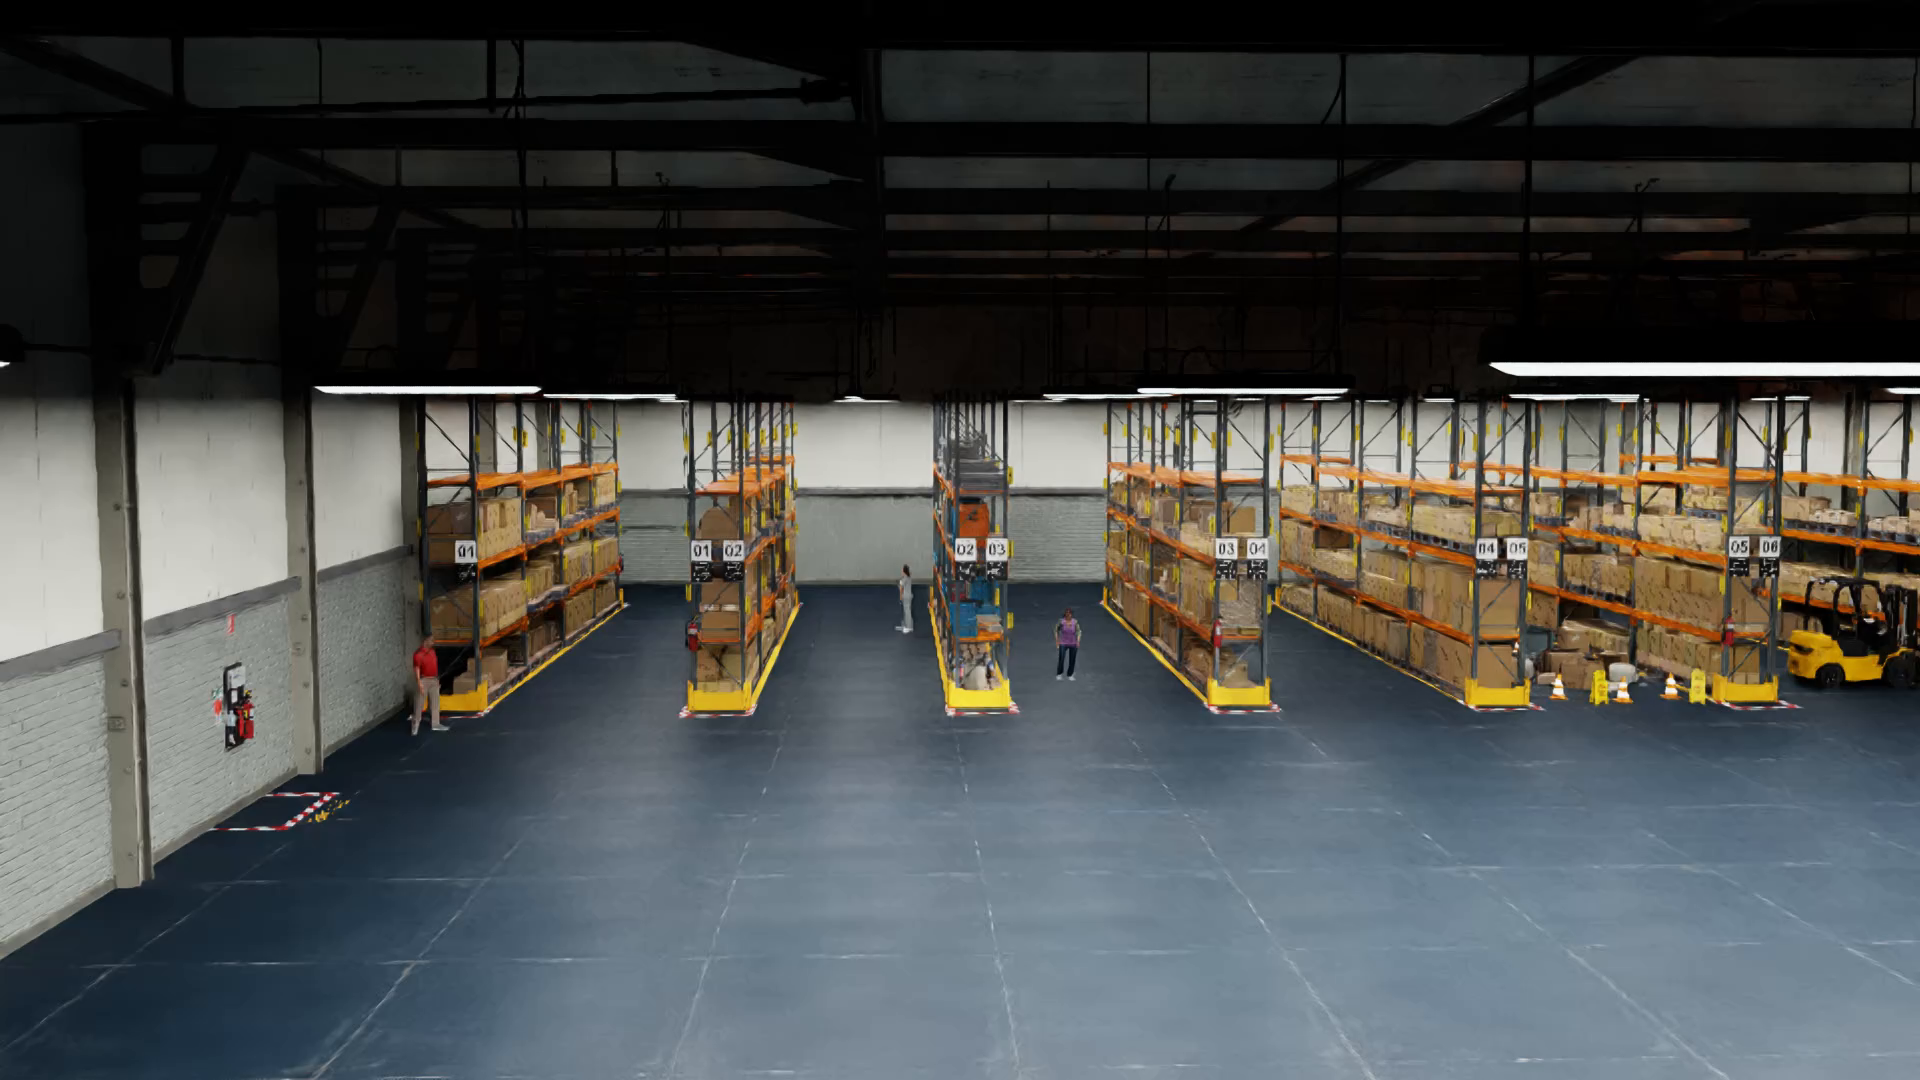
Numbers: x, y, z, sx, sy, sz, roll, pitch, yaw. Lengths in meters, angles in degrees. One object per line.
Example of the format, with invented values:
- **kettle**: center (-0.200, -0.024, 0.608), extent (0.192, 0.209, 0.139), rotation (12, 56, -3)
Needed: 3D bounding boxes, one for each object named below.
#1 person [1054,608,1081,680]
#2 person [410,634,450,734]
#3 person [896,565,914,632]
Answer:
- **person**: center (2.220, 2.151, 34.452), extent (0.566, 1.540, 0.516), rotation (0, 5, -5)
- **person**: center (-9.296, 2.493, 28.972), extent (0.481, 1.728, 0.660), rotation (2, 5, 23)
- **person**: center (-1.390, 1.456, 41.922), extent (0.572, 1.665, 0.560), rotation (2, 5, 23)
